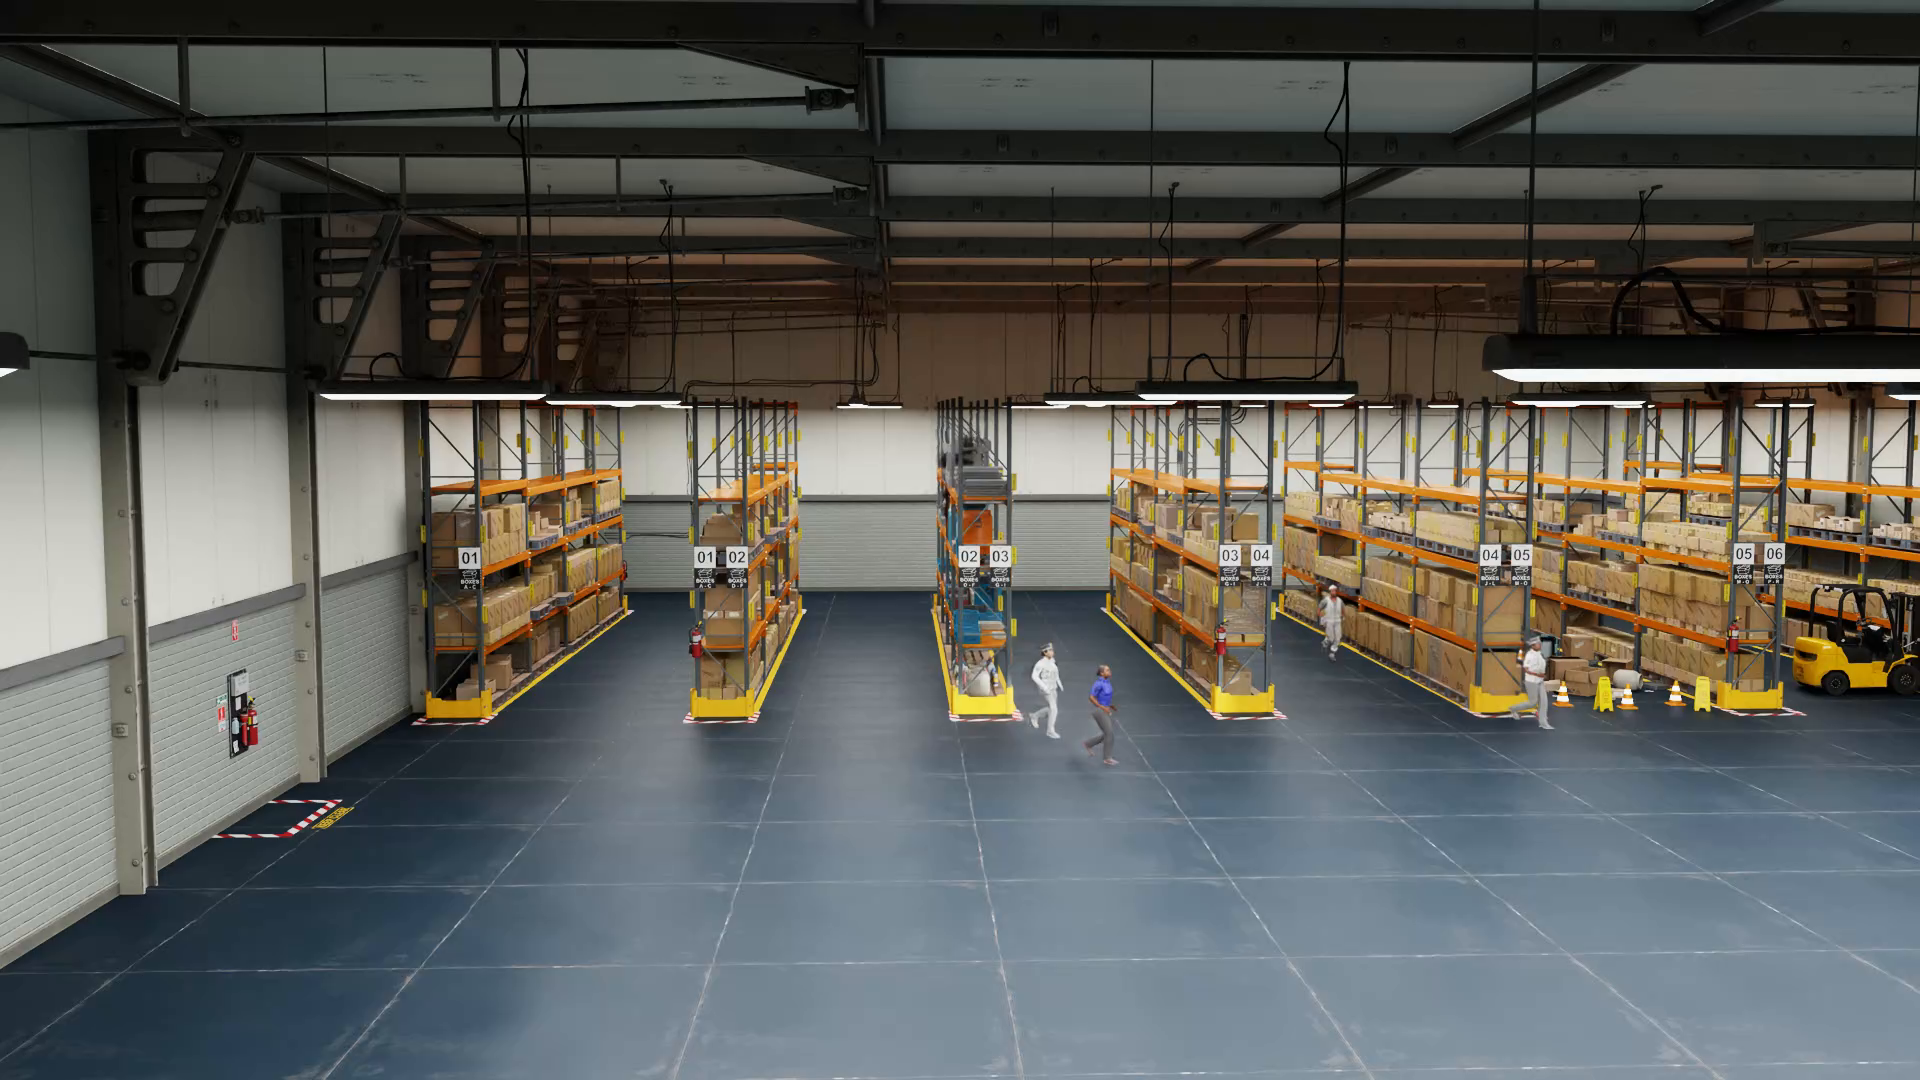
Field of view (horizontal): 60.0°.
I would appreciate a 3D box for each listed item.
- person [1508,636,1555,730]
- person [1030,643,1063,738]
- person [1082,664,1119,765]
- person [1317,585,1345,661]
[{"bbox_3d":[10.364,2.565,30.063,0.853,1.685,0.582,4,6,43],"label":"person"},{"bbox_3d":[1.491,2.629,29.357,0.686,1.664,0.651,3,5,36],"label":"person"},{"bbox_3d":[2.270,2.835,27.054,0.660,1.627,0.587,2,5,23],"label":"person"},{"bbox_3d":[8.565,1.905,38.234,0.658,1.738,0.600,-1,4,-9],"label":"person"}]
